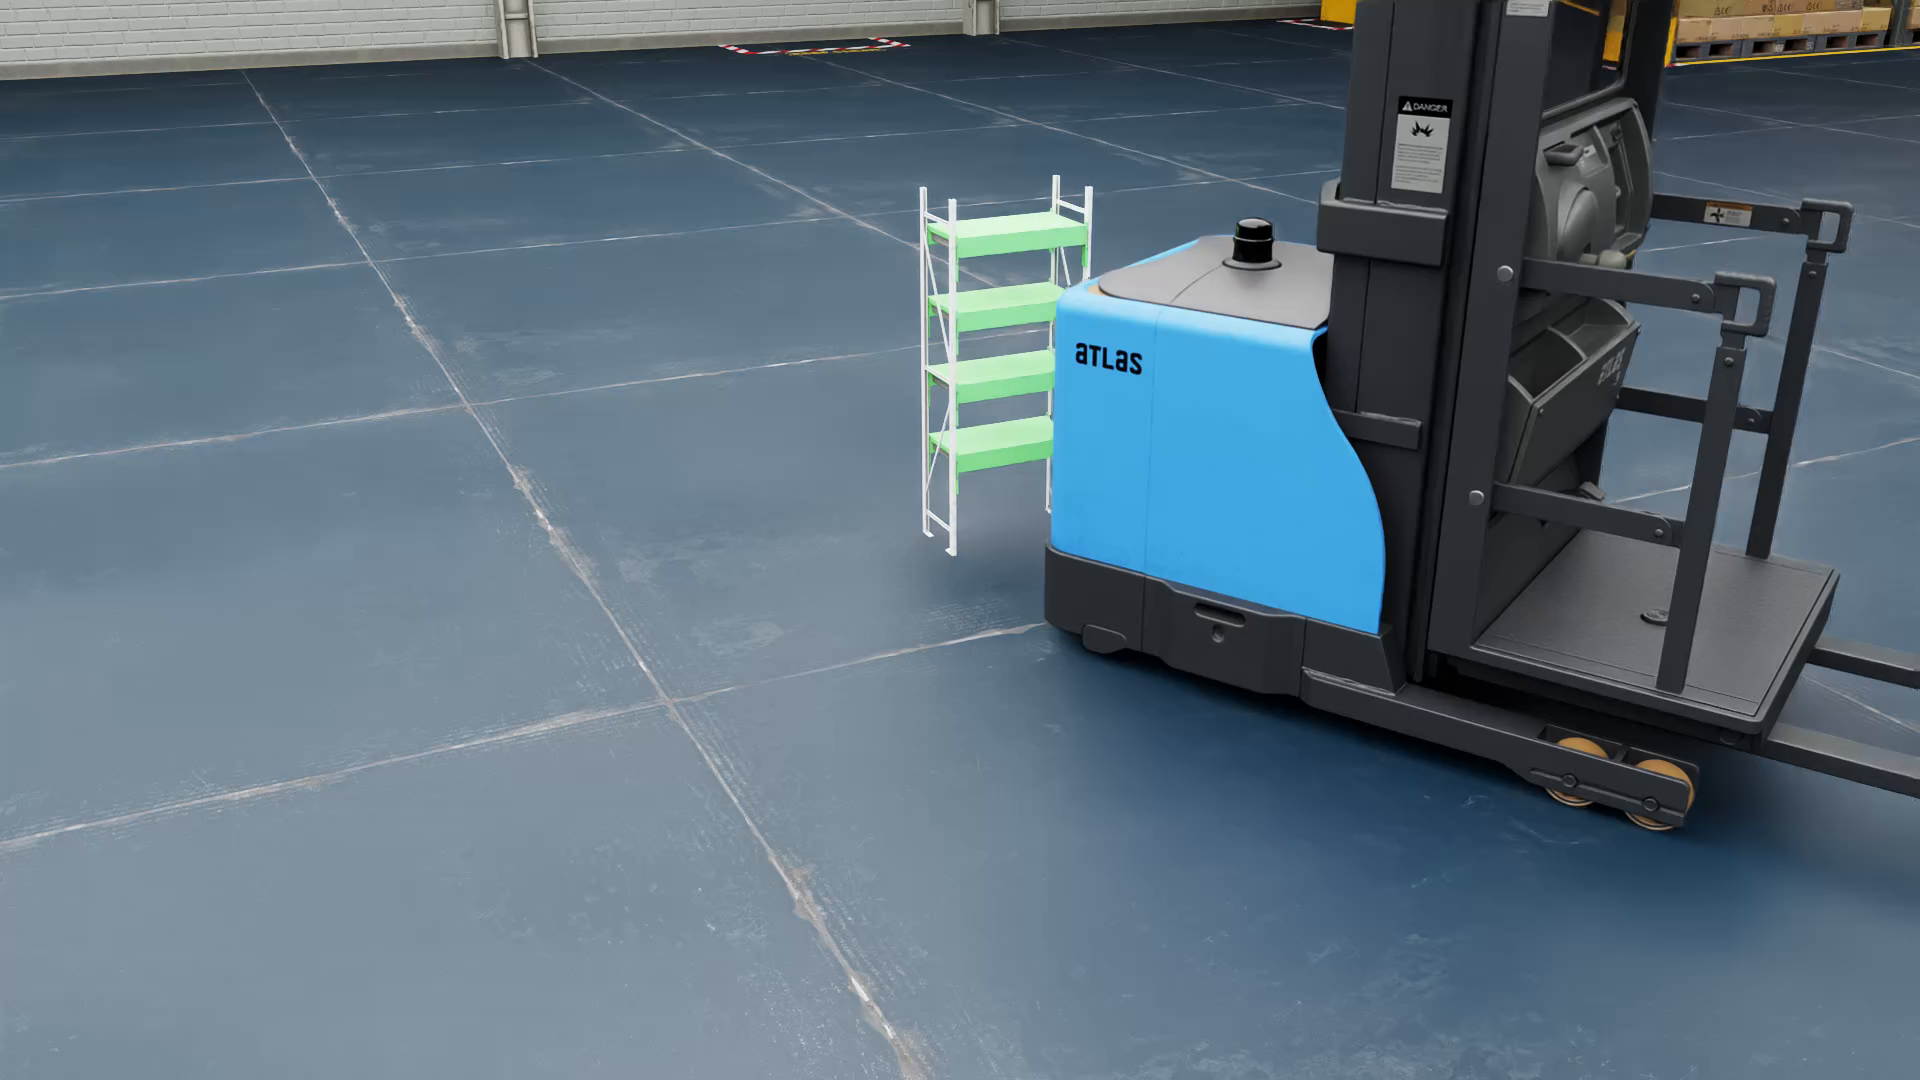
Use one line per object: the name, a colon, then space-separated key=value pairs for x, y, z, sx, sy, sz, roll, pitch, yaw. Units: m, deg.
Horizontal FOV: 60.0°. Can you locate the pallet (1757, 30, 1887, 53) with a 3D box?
pallet: x=10.445 y=-6.135 z=20.294 sx=1.213 sy=0.211 sz=1.003 roll=-10 pitch=25 yaw=-24

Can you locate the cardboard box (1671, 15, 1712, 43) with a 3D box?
cardboard box: x=8.156 y=-5.813 z=18.917 sx=0.500 sy=0.250 sz=0.500 roll=-10 pitch=25 yaw=-24

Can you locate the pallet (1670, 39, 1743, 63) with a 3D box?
pallet: x=8.247 y=-5.730 z=19.316 sx=1.213 sy=0.211 sz=1.003 roll=-10 pitch=25 yaw=-24

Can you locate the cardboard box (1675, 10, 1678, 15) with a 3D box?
cardboard box: x=8.376 y=-6.078 z=19.558 sx=0.500 sy=0.250 sz=0.500 roll=-10 pitch=25 yaw=-24

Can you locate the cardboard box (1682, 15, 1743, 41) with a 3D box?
cardboard box: x=8.605 y=-5.897 z=19.120 sx=0.500 sy=0.250 sz=0.500 roll=-10 pitch=25 yaw=-24

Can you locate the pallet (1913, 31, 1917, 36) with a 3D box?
pallet: x=12.928 y=-6.592 z=21.398 sx=1.213 sy=0.211 sz=1.003 roll=-10 pitch=25 yaw=-24

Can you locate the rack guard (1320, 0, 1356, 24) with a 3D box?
rack guard: x=5.493 y=-7.441 z=23.073 sx=0.348 sy=0.500 sz=1.175 roll=-10 pitch=25 yaw=-24

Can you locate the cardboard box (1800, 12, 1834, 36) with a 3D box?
cardboard box: x=9.958 y=-6.144 z=19.717 sx=0.500 sy=0.250 sz=0.500 roll=-10 pitch=25 yaw=-24

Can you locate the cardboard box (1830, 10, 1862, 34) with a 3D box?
cardboard box: x=10.402 y=-6.232 z=19.930 sx=0.500 sy=0.250 sz=0.500 roll=-10 pitch=25 yaw=-24

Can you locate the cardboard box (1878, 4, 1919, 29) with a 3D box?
cardboard box: x=11.651 y=-6.446 z=20.445 sx=0.500 sy=0.250 sz=0.500 roll=-11 pitch=25 yaw=-25

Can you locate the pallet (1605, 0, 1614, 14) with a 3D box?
pallet: x=9.729 y=-8.088 z=25.014 sx=1.213 sy=0.211 sz=1.003 roll=-10 pitch=25 yaw=-24

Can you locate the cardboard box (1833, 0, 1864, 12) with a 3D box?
cardboard box: x=10.401 y=-6.579 z=19.788 sx=0.500 sy=0.500 sz=0.500 roll=-10 pitch=25 yaw=-24

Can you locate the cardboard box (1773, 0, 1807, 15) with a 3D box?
cardboard box: x=9.508 y=-6.407 z=19.372 sx=0.500 sy=0.500 sz=0.500 roll=-10 pitch=25 yaw=-24

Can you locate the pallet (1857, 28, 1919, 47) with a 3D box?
pallet: x=11.827 y=-6.388 z=20.905 sx=1.213 sy=0.211 sz=1.003 roll=-10 pitch=25 yaw=-24

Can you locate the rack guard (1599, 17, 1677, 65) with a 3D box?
rack guard: x=7.554 y=-5.718 z=18.910 sx=0.348 sy=0.500 sz=1.175 roll=-10 pitch=25 yaw=-24

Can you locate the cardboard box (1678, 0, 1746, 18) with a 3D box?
cardboard box: x=8.605 y=-6.243 z=18.975 sx=0.500 sy=0.500 sz=0.500 roll=-10 pitch=25 yaw=-24

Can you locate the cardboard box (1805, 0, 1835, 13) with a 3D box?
cardboard box: x=9.953 y=-6.495 z=19.585 sx=0.500 sy=0.500 sz=0.500 roll=-10 pitch=25 yaw=-24

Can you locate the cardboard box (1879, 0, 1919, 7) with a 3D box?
cardboard box: x=11.661 y=-6.706 z=20.341 sx=0.500 sy=0.311 sz=0.500 roll=-10 pitch=25 yaw=-23

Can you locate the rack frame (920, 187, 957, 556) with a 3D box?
rack frame: x=-0.071 y=-0.541 z=5.489 sx=0.015 sy=1.200 sz=0.240 roll=-10 pitch=25 yaw=-24

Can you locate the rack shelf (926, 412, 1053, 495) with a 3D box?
rack shelf: x=0.149 y=-0.301 z=5.703 sx=0.480 sy=0.148 sz=0.258 roll=-10 pitch=25 yaw=-24

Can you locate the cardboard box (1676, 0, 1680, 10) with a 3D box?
cardboard box: x=8.825 y=-6.509 z=19.619 sx=0.500 sy=0.500 sz=0.500 roll=-10 pitch=25 yaw=-24

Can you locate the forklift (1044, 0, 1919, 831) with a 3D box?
forklift: x=1.752 y=-0.880 z=4.043 sx=3.031 sy=2.935 sz=1.130 roll=15 pitch=27 yaw=32

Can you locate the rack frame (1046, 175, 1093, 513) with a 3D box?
rack frame: x=0.369 y=-0.622 z=5.685 sx=0.015 sy=1.200 sz=0.240 roll=-10 pitch=25 yaw=-24

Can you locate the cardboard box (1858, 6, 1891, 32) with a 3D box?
cardboard box: x=10.857 y=-6.312 z=20.122 sx=0.500 sy=0.250 sz=0.500 roll=-10 pitch=25 yaw=-24

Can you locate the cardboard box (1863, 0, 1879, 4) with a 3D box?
cardboard box: x=11.421 y=-6.889 z=20.784 sx=0.500 sy=0.311 sz=0.500 roll=-10 pitch=25 yaw=-24

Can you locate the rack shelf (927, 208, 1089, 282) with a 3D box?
rack shelf: x=0.149 y=-0.966 z=5.428 sx=0.480 sy=0.148 sz=0.258 roll=-10 pitch=25 yaw=-24

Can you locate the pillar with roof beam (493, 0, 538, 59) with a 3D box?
pillar with roof beam: x=-3.266 y=-8.295 z=14.025 sx=0.400 sy=9.000 sz=9.100 roll=-10 pitch=25 yaw=-24

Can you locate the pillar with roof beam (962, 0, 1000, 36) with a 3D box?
pillar with roof beam: x=2.140 y=-9.291 z=16.429 sx=0.400 sy=9.000 sz=9.100 roll=-10 pitch=25 yaw=-24

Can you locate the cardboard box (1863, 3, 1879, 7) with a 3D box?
cardboard box: x=11.428 y=-6.633 z=20.897 sx=0.500 sy=0.250 sz=0.500 roll=-11 pitch=25 yaw=-24

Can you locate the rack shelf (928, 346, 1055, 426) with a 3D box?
rack shelf: x=0.149 y=-0.523 z=5.611 sx=0.480 sy=0.148 sz=0.258 roll=-10 pitch=25 yaw=-24

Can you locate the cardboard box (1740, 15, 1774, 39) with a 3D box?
cardboard box: x=9.055 y=-5.980 z=19.320 sx=0.500 sy=0.250 sz=0.500 roll=-10 pitch=25 yaw=-24

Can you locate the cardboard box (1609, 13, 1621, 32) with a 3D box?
cardboard box: x=7.931 y=-5.991 z=19.348 sx=0.500 sy=0.250 sz=0.500 roll=-10 pitch=25 yaw=-24

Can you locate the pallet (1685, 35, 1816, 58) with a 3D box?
pallet: x=9.345 y=-5.931 z=19.801 sx=1.213 sy=0.211 sz=1.003 roll=-10 pitch=25 yaw=-24

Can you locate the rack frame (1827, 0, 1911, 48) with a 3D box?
rack frame: x=11.180 y=-7.540 z=20.044 sx=0.127 sy=3.000 sz=1.000 roll=-10 pitch=25 yaw=-24

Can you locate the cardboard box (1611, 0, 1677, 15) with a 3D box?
cardboard box: x=7.930 y=-6.338 z=19.206 sx=0.500 sy=0.500 sz=0.500 roll=-10 pitch=25 yaw=-24

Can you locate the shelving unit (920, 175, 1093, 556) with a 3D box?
shelving unit: x=0.149 y=-0.582 z=5.587 sx=0.503 sy=1.200 sz=0.258 roll=-10 pitch=25 yaw=-24

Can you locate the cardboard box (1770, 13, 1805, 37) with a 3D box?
cardboard box: x=9.508 y=-6.061 z=19.516 sx=0.500 sy=0.250 sz=0.500 roll=-10 pitch=25 yaw=-24

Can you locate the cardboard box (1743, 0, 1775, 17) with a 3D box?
cardboard box: x=9.050 y=-6.330 z=19.186 sx=0.500 sy=0.500 sz=0.500 roll=-10 pitch=25 yaw=-24

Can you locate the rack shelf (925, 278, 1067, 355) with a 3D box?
rack shelf: x=0.149 y=-0.745 z=5.519 sx=0.480 sy=0.148 sz=0.258 roll=-10 pitch=25 yaw=-24
